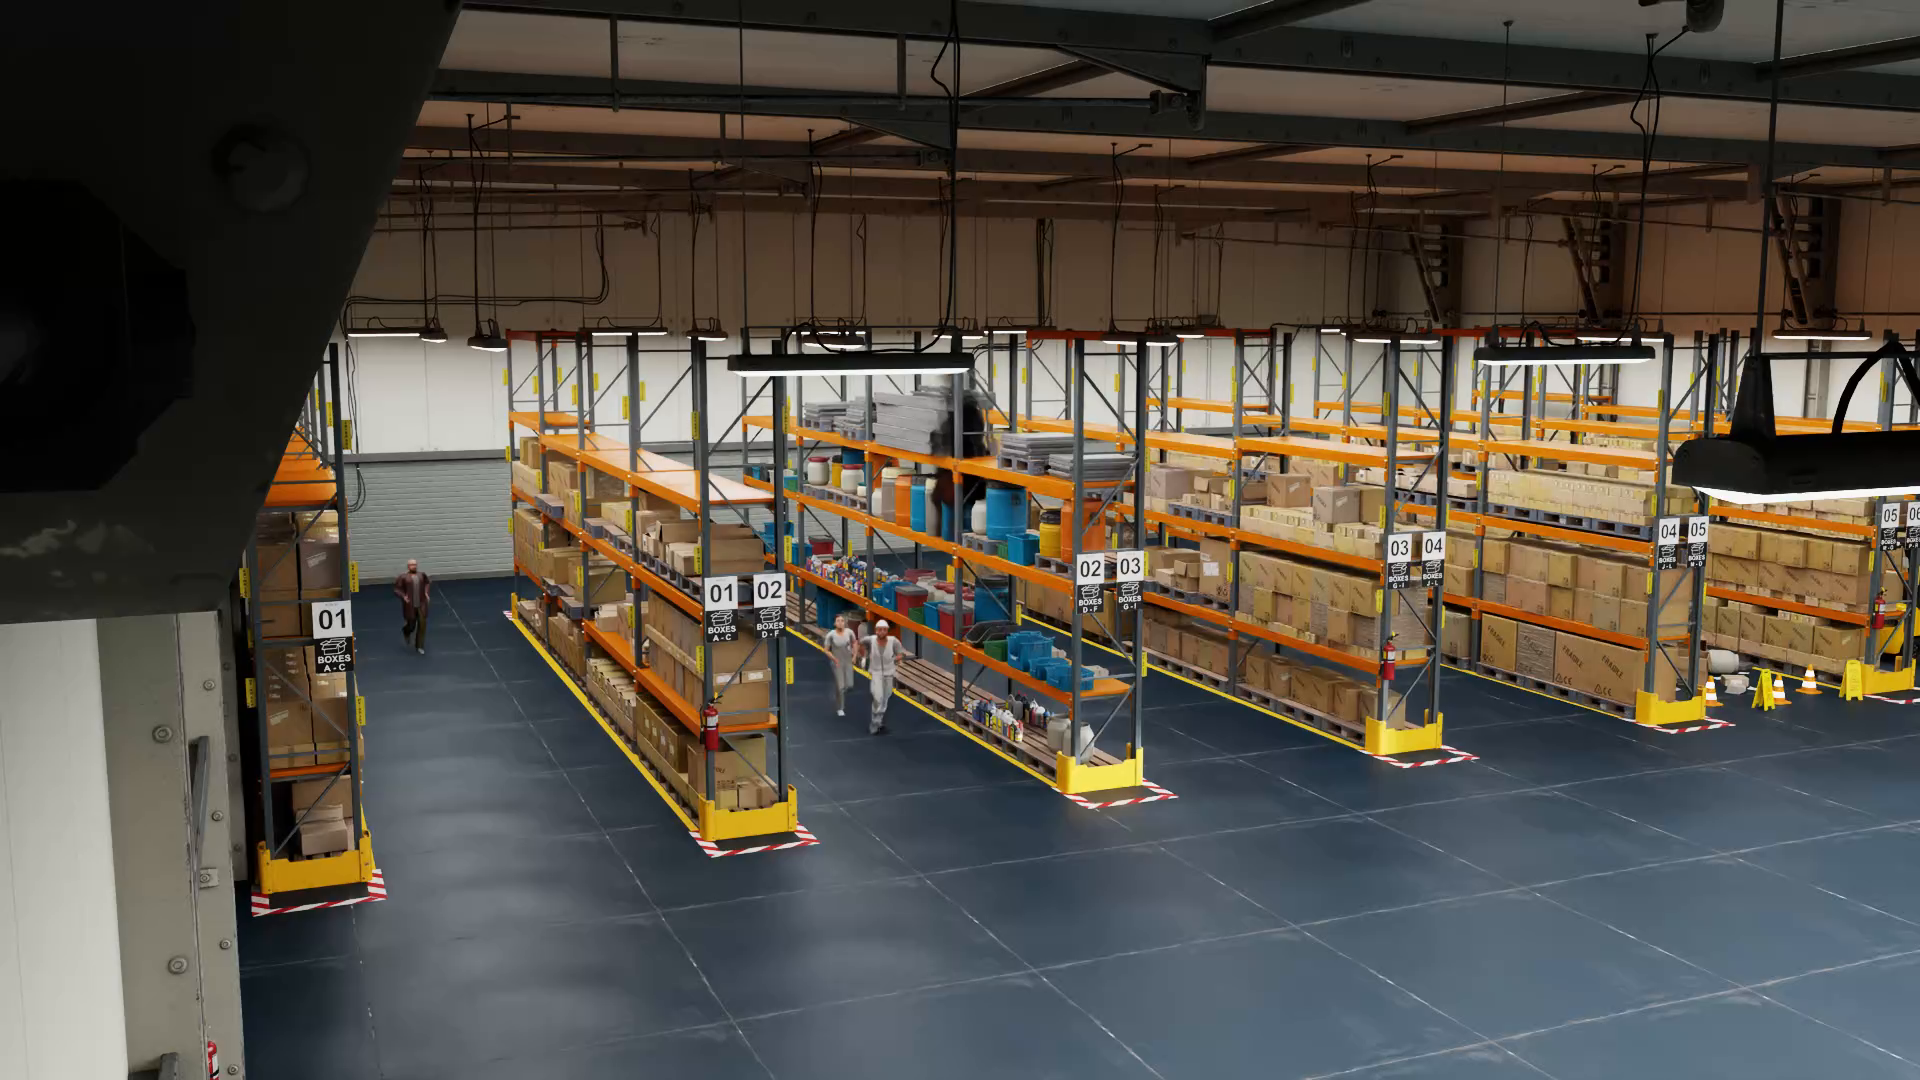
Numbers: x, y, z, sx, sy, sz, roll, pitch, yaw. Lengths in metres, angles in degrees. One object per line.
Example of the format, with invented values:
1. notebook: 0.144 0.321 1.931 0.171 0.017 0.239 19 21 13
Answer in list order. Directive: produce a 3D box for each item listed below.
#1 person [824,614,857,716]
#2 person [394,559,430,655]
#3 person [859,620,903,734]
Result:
1. person: -1.881 1.961 26.307 0.579 1.633 0.638 -3 8 -19
2. person: -10.239 1.231 31.191 0.710 1.764 0.918 -5 9 -34
3. person: -1.178 2.053 25.066 0.621 1.767 0.844 -2 8 -12
